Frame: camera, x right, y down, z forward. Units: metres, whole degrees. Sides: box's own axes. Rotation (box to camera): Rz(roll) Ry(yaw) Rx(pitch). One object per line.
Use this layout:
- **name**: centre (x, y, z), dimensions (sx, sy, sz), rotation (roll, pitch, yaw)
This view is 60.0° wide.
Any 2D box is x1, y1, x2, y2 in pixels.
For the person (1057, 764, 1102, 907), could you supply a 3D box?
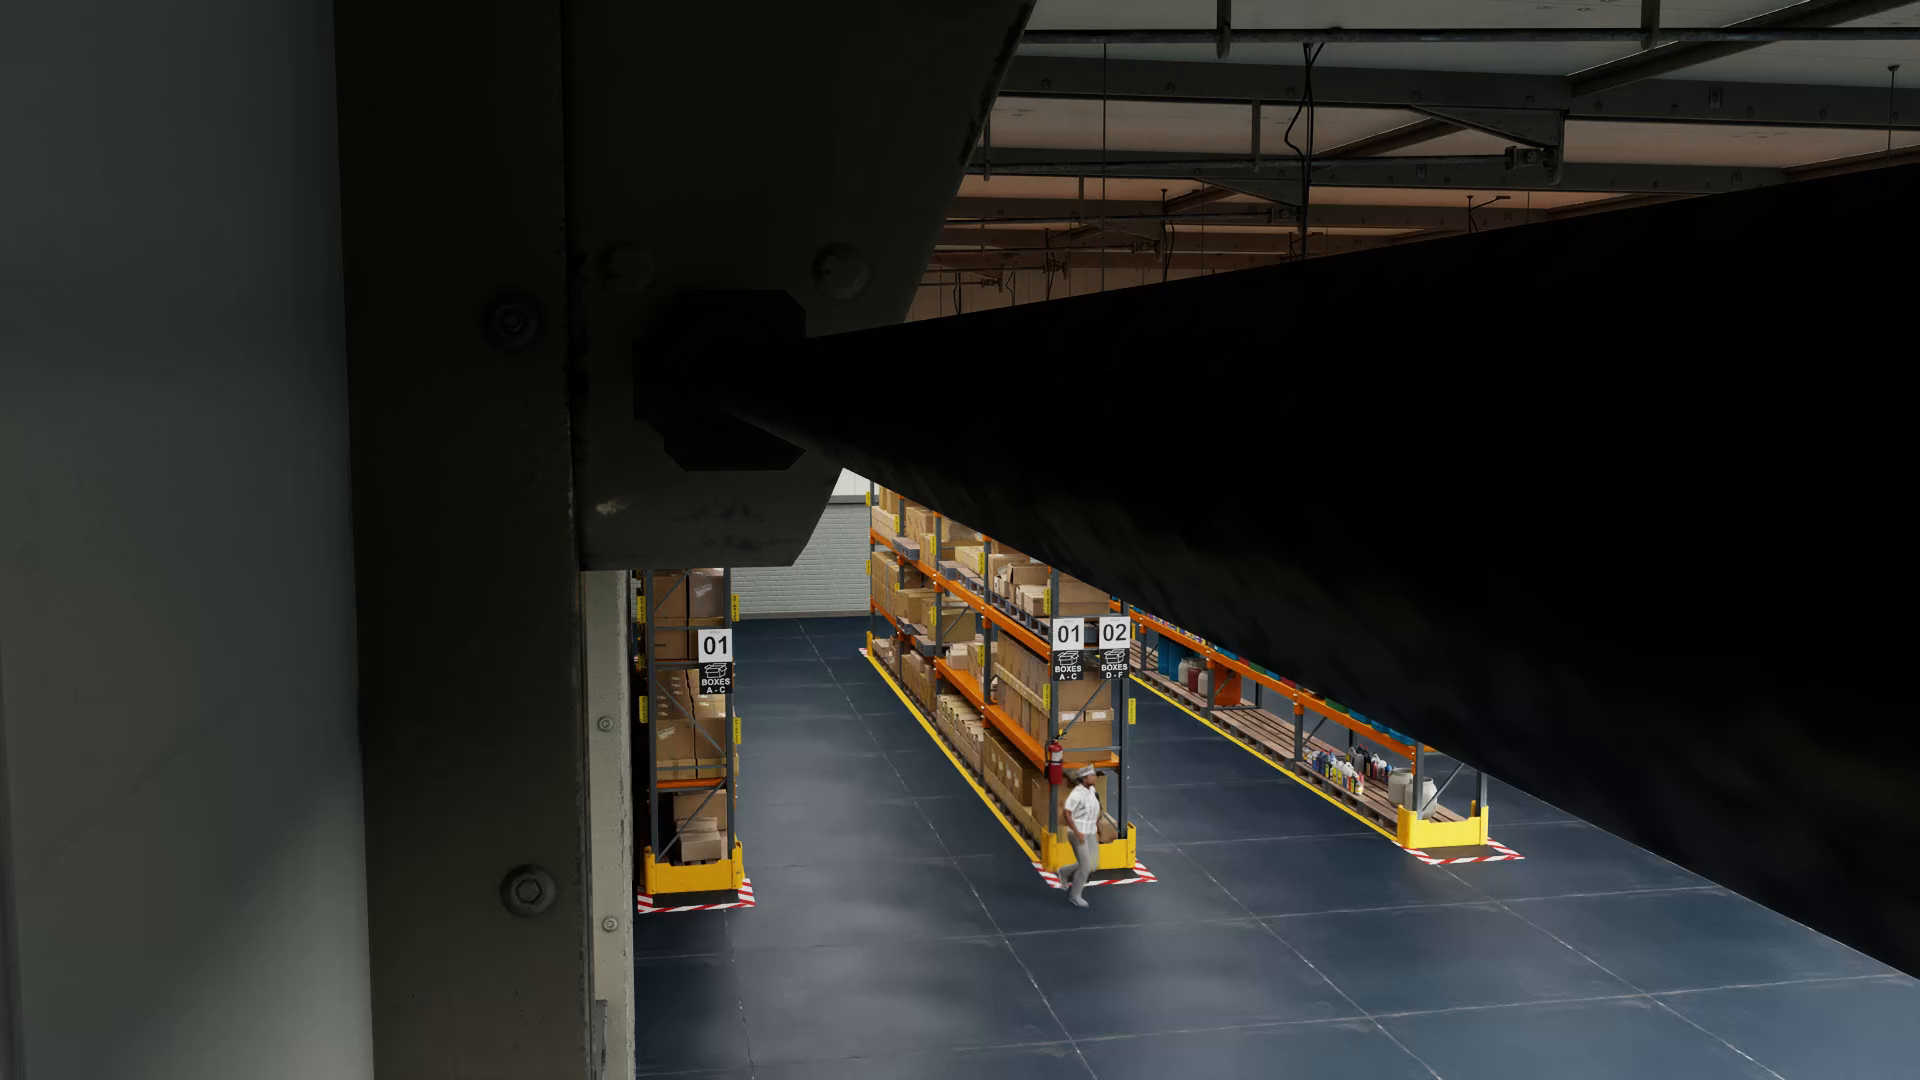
- **person**: centre (1.430, 3.478, 19.750), dimensions (0.521, 1.655, 0.617), rotation (4, 7, 36)
